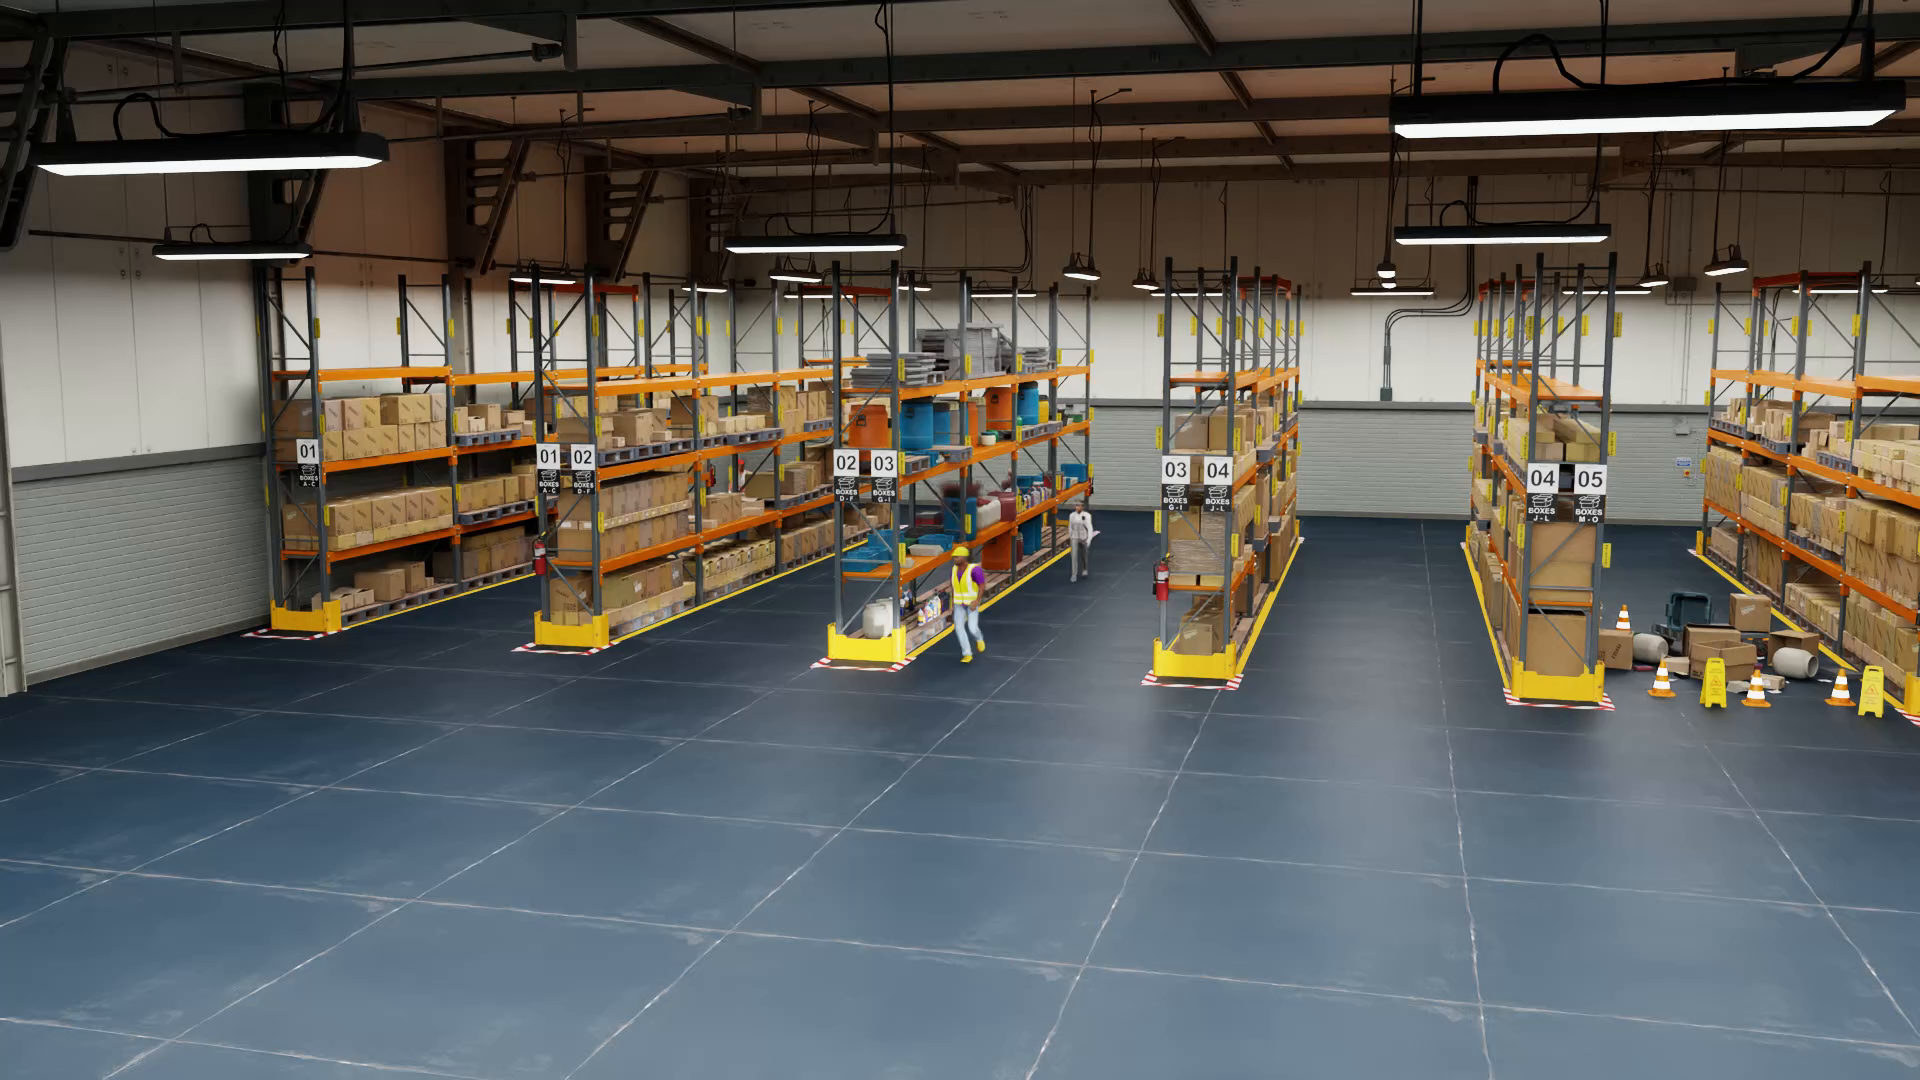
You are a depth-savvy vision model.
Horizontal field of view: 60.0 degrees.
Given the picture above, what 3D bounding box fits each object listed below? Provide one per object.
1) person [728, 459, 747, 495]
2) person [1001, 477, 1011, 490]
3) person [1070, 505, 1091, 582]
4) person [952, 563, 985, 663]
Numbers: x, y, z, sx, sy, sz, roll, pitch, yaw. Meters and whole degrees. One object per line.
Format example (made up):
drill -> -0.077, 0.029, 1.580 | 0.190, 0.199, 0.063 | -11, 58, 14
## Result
person -> -5.496, -1.145, 41.476 | 0.536, 1.728, 1.050 | 1, 7, 10
person -> 1.202, -0.693, 38.736 | 0.639, 1.581, 0.539 | -4, 8, -26
person -> 2.399, -0.012, 33.170 | 0.459, 1.586, 1.034 | 2, 7, 12
person -> 0.116, 1.081, 25.209 | 0.618, 1.488, 0.645 | 4, 8, 27
